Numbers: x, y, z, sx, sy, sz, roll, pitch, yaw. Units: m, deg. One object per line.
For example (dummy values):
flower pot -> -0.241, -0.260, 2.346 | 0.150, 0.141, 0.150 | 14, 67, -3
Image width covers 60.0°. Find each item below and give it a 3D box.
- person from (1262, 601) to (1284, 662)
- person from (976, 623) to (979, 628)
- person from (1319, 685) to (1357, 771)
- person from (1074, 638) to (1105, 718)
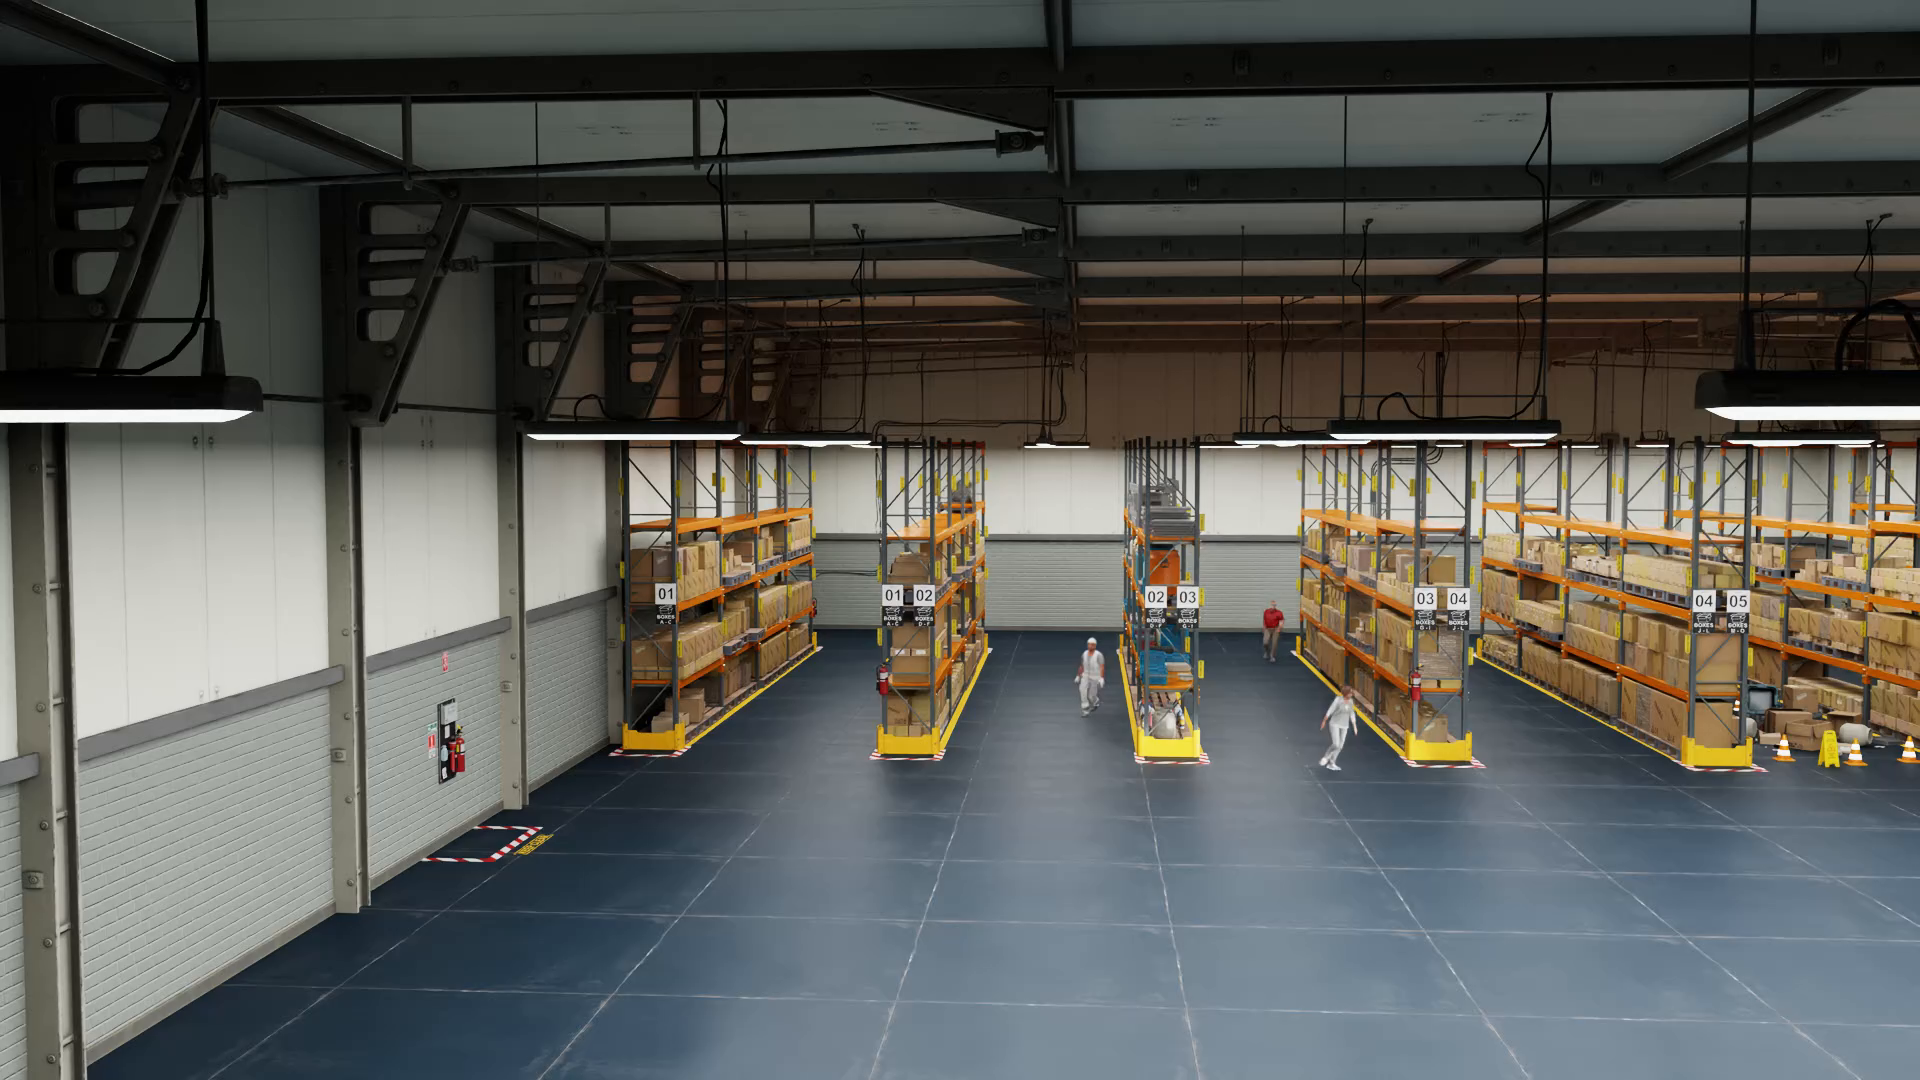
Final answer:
person -> 8.446, 2.473, 44.992 | 0.676, 1.680, 0.796 | 1, 3, 21
person -> 0.236, 2.214, 48.879 | 0.861, 1.842, 0.650 | 2, 4, 36
person -> 6.781, 3.360, 29.758 | 0.568, 1.557, 0.499 | -1, 3, -26
person -> 2.821, 2.946, 35.682 | 0.720, 1.718, 0.749 | 2, 3, 28
